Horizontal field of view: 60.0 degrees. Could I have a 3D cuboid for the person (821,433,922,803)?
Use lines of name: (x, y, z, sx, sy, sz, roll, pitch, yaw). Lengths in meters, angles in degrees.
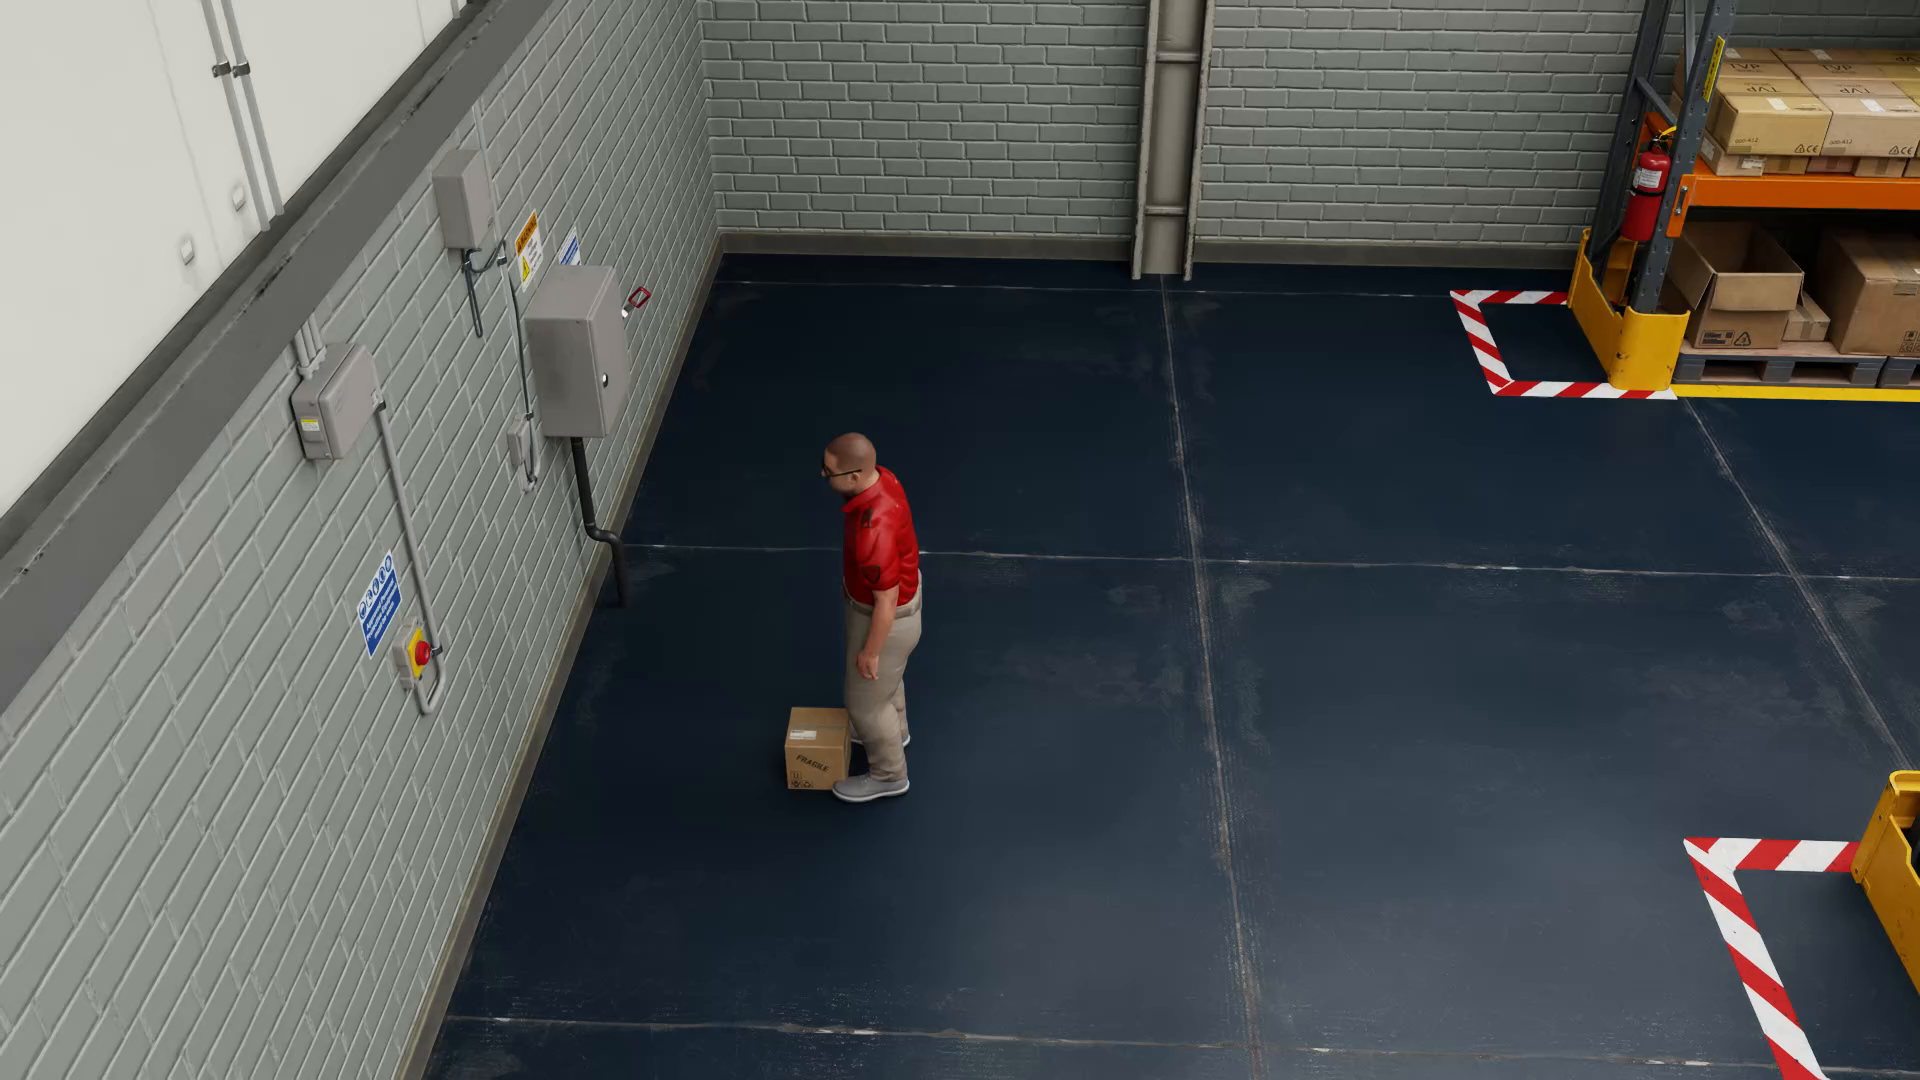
person: (-0.350, 0.334, 6.738, 0.393, 1.637, 0.594, 0, 35, 0)
